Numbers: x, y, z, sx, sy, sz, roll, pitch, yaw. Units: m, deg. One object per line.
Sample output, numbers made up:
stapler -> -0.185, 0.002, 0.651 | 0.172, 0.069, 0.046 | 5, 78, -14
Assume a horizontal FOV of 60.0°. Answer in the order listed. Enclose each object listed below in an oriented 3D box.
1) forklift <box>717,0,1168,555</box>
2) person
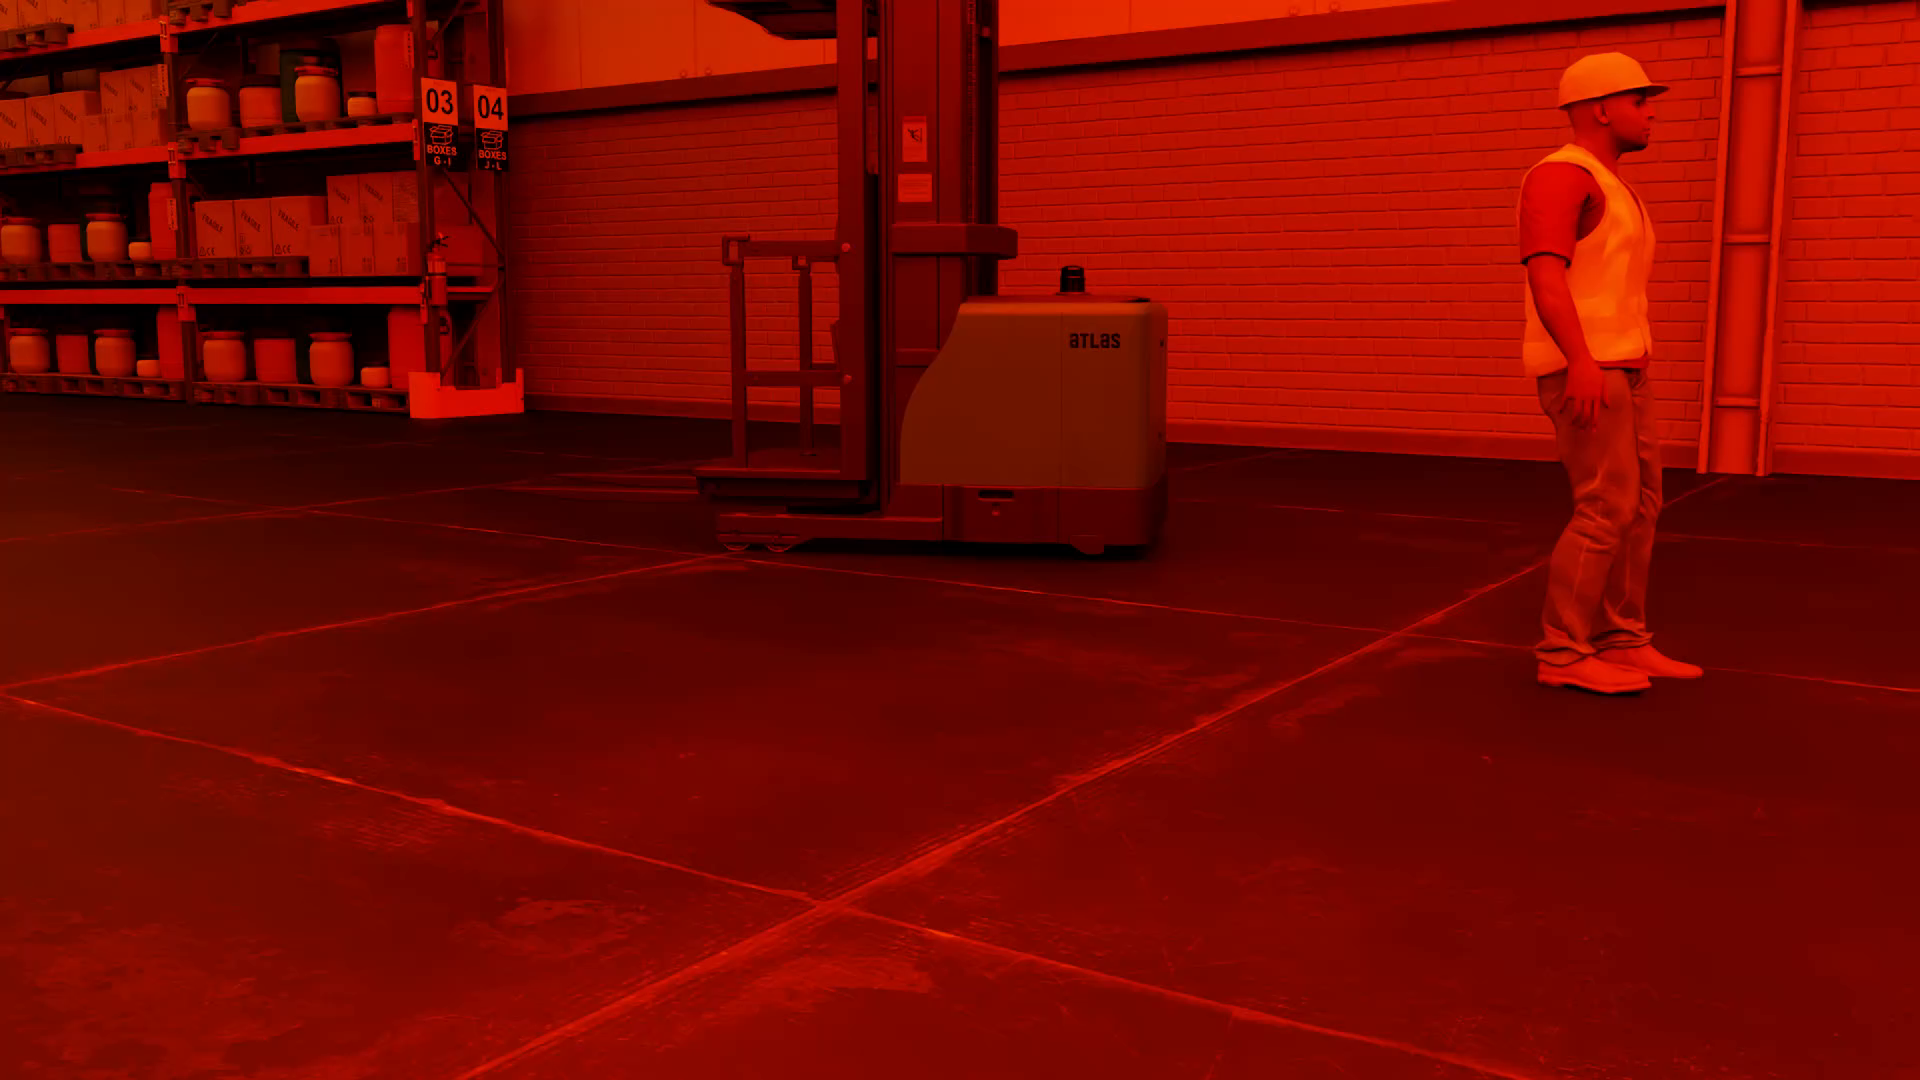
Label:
forklift -> -0.061, -1.409, 7.416 | 1.939, 2.843, 1.129 | 2, 8, 12
person -> 1.842, -0.462, 4.684 | 0.508, 1.784, 0.659 | 5, 10, 34
